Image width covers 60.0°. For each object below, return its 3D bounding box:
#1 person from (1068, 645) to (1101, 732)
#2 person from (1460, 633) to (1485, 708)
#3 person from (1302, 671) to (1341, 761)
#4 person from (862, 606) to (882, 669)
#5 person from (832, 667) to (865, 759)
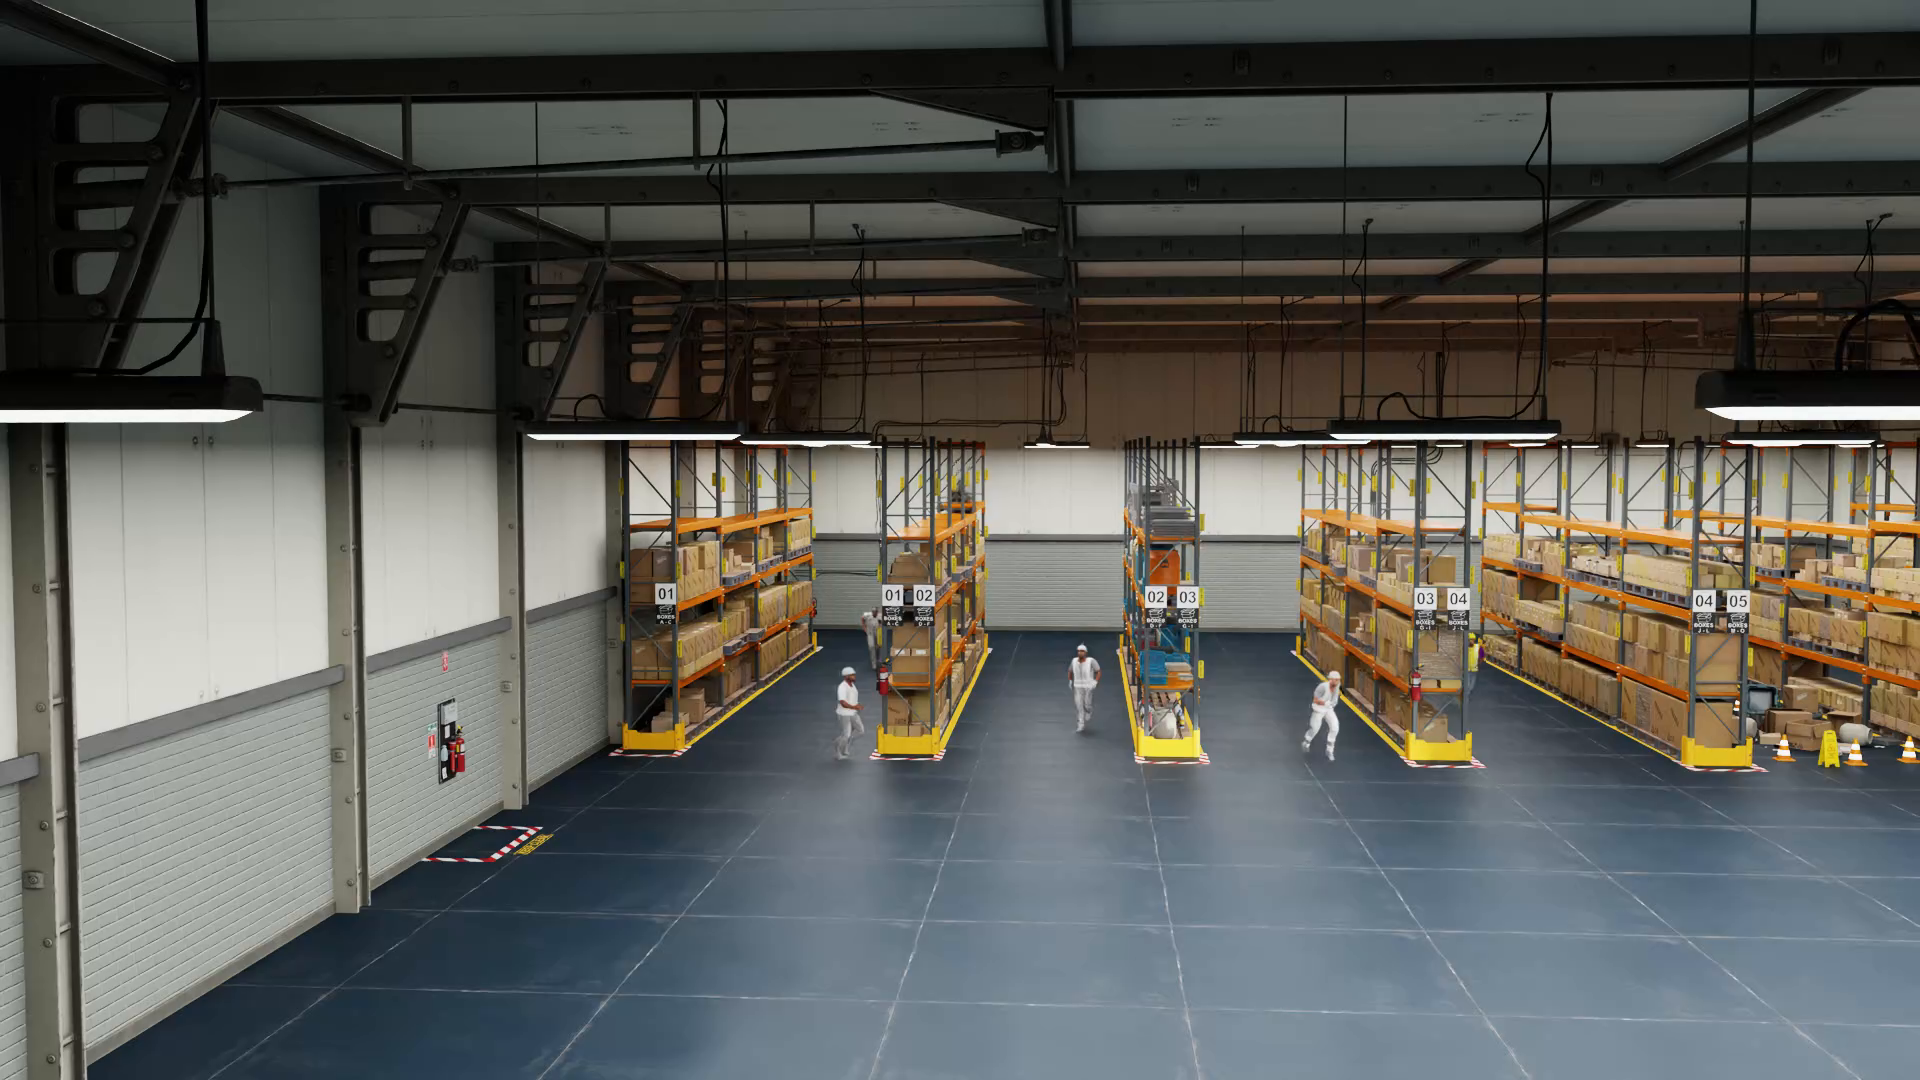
[{"bbox_3d":[2.564,3.026,34.185,0.698,1.768,0.694,1,3,18],"label":"person"},{"bbox_3d":[11.254,2.892,36.751,0.662,1.694,0.692,0,3,-3],"label":"person"},{"bbox_3d":[6.753,3.252,30.982,0.707,1.722,1.028,-2,3,-28],"label":"person"},{"bbox_3d":[-2.251,2.561,44.115,0.705,1.718,1.029,0,3,3],"label":"person"},{"bbox_3d":[-2.038,3.203,30.761,0.700,1.715,0.682,1,3,20],"label":"person"}]
